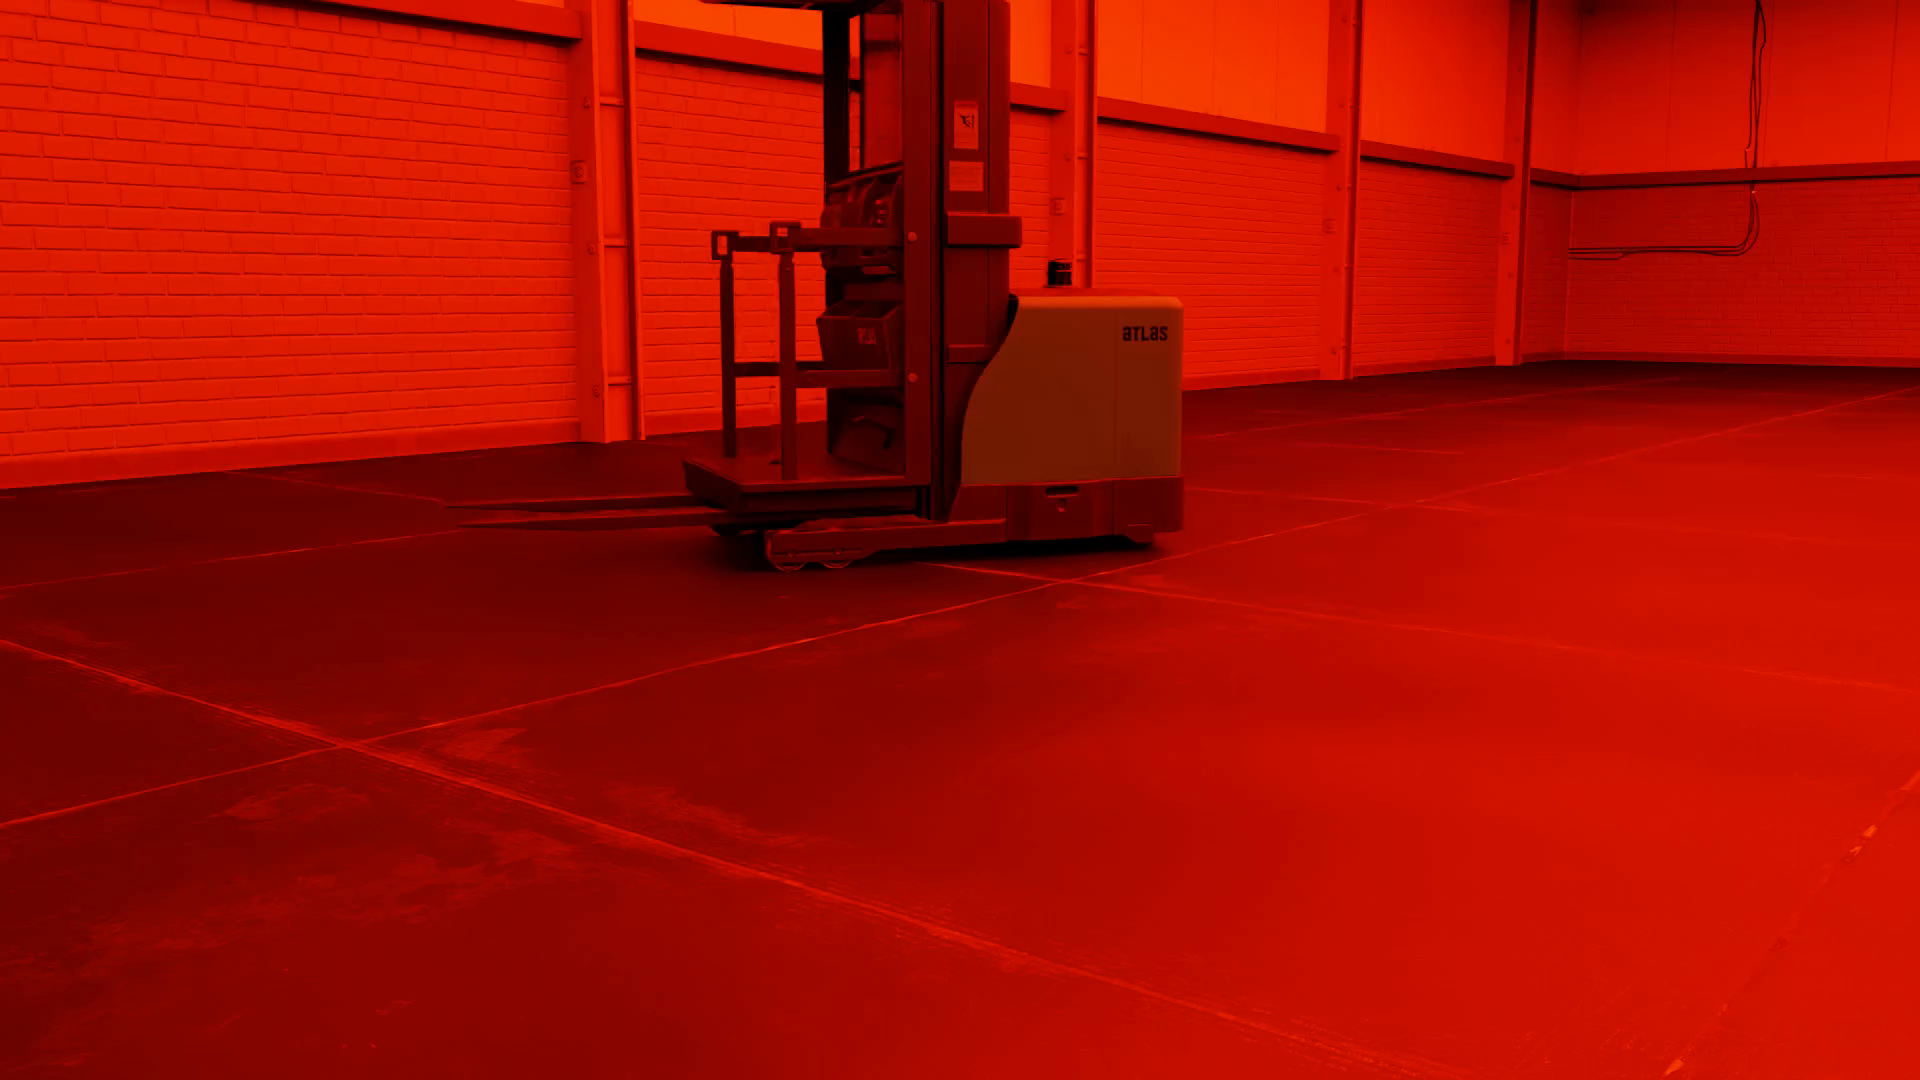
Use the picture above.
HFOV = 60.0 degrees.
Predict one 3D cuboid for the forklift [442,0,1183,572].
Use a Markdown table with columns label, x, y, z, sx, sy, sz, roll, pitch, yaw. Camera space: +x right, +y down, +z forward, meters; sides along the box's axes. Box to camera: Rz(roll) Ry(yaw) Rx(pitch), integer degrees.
| label | x | y | z | sx | sy | sz | roll | pitch | yaw |
| --- | --- | --- | --- | --- | --- | --- | --- | --- | --- |
| forklift | -0.602 | -1.410 | 6.915 | 3.031 | 2.935 | 1.130 | -3 | 9 | -21 |
